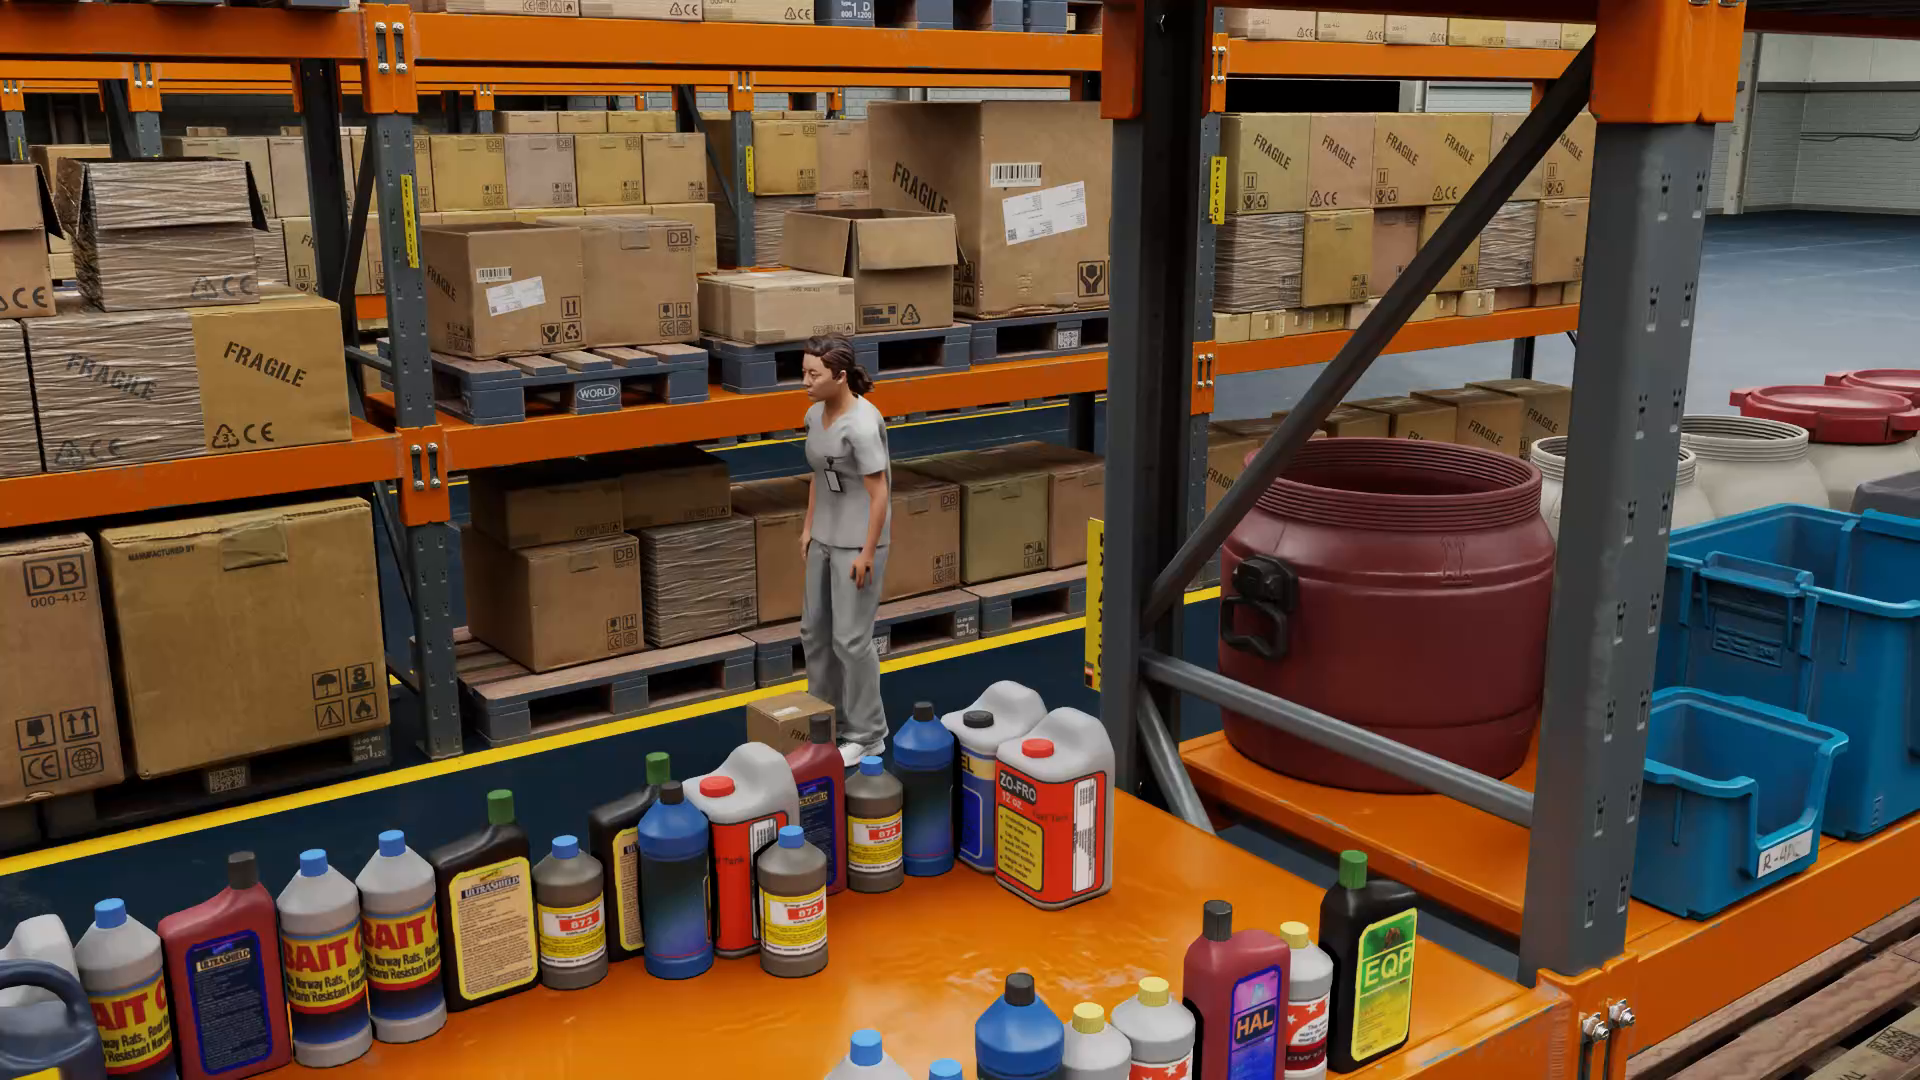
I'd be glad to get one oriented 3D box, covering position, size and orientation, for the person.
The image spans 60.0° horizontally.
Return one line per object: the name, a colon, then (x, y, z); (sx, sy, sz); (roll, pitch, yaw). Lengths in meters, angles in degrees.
person: (-0.464, 0.038, 6.408); (0.344, 1.651, 0.485); (-11, 18, -35)
